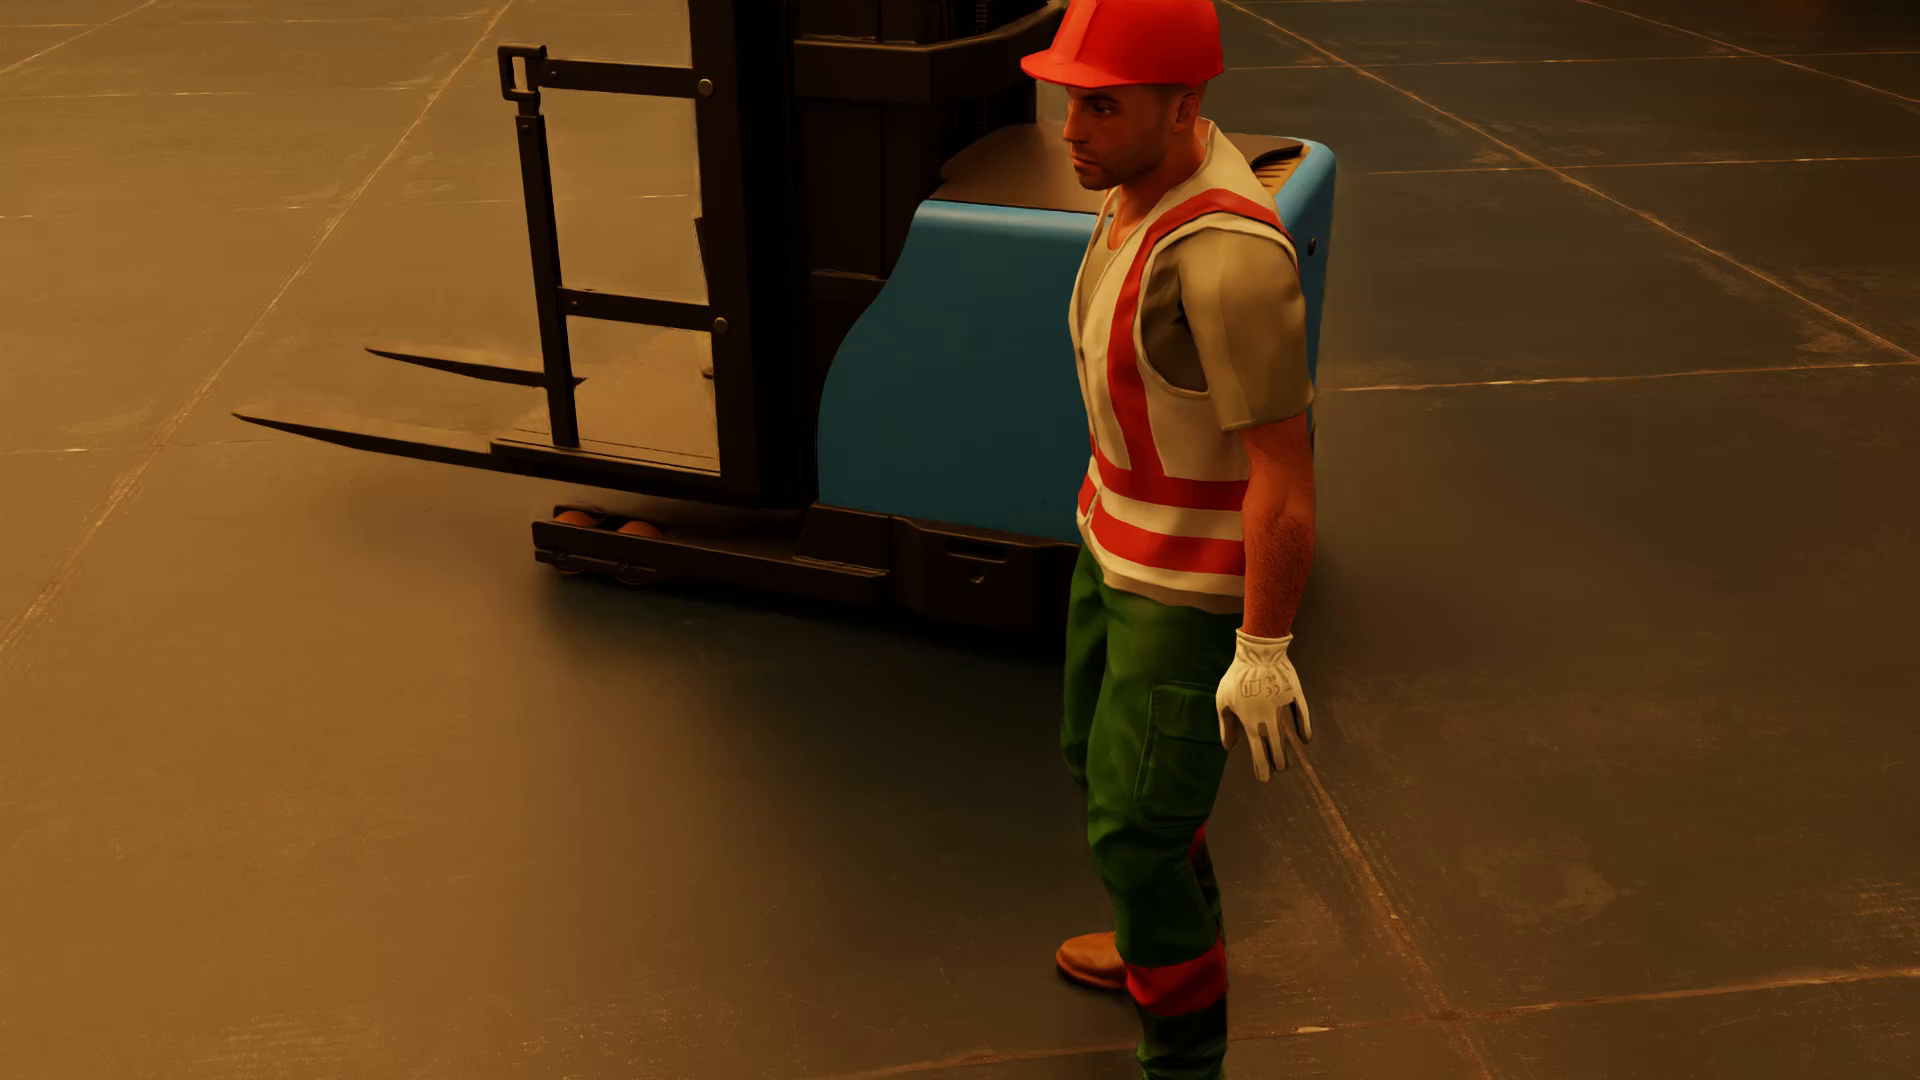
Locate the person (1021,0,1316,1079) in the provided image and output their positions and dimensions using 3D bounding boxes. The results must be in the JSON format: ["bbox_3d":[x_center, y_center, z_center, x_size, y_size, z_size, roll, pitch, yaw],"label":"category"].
[{"bbox_3d":[0.285,0.045,2.501,0.435,1.748,0.856,-4,26,-9],"label":"person"}]

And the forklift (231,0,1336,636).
[{"bbox_3d":[-0.598,-1.405,4.145,3.031,2.935,1.130,9,27,18],"label":"forklift"}]
